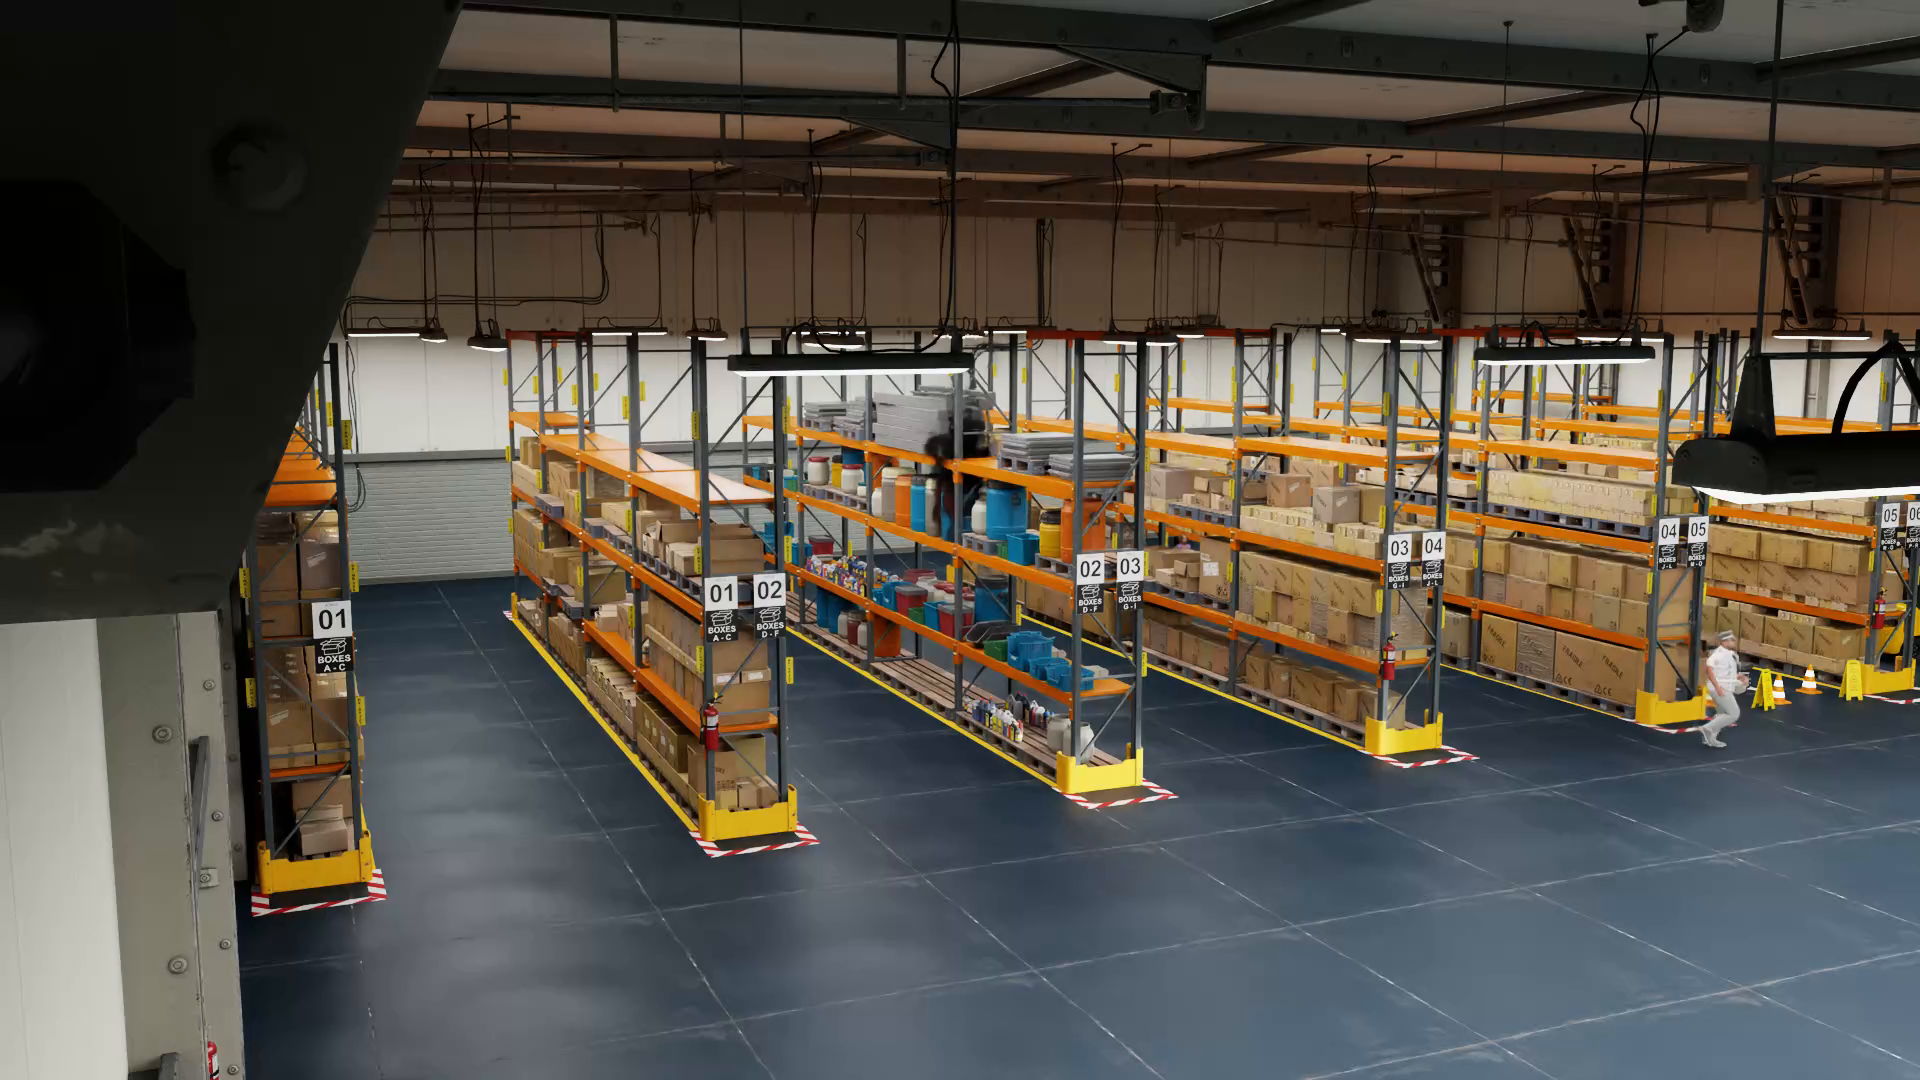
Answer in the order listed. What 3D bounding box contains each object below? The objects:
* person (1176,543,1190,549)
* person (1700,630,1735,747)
[{"bbox_3d":[4.886,0.744,36.289,0.347,1.335,0.485,-3,8,-23],"label":"person"},{"bbox_3d":[11.077,2.169,24.312,0.395,1.750,0.357,4,9,27],"label":"person"}]
